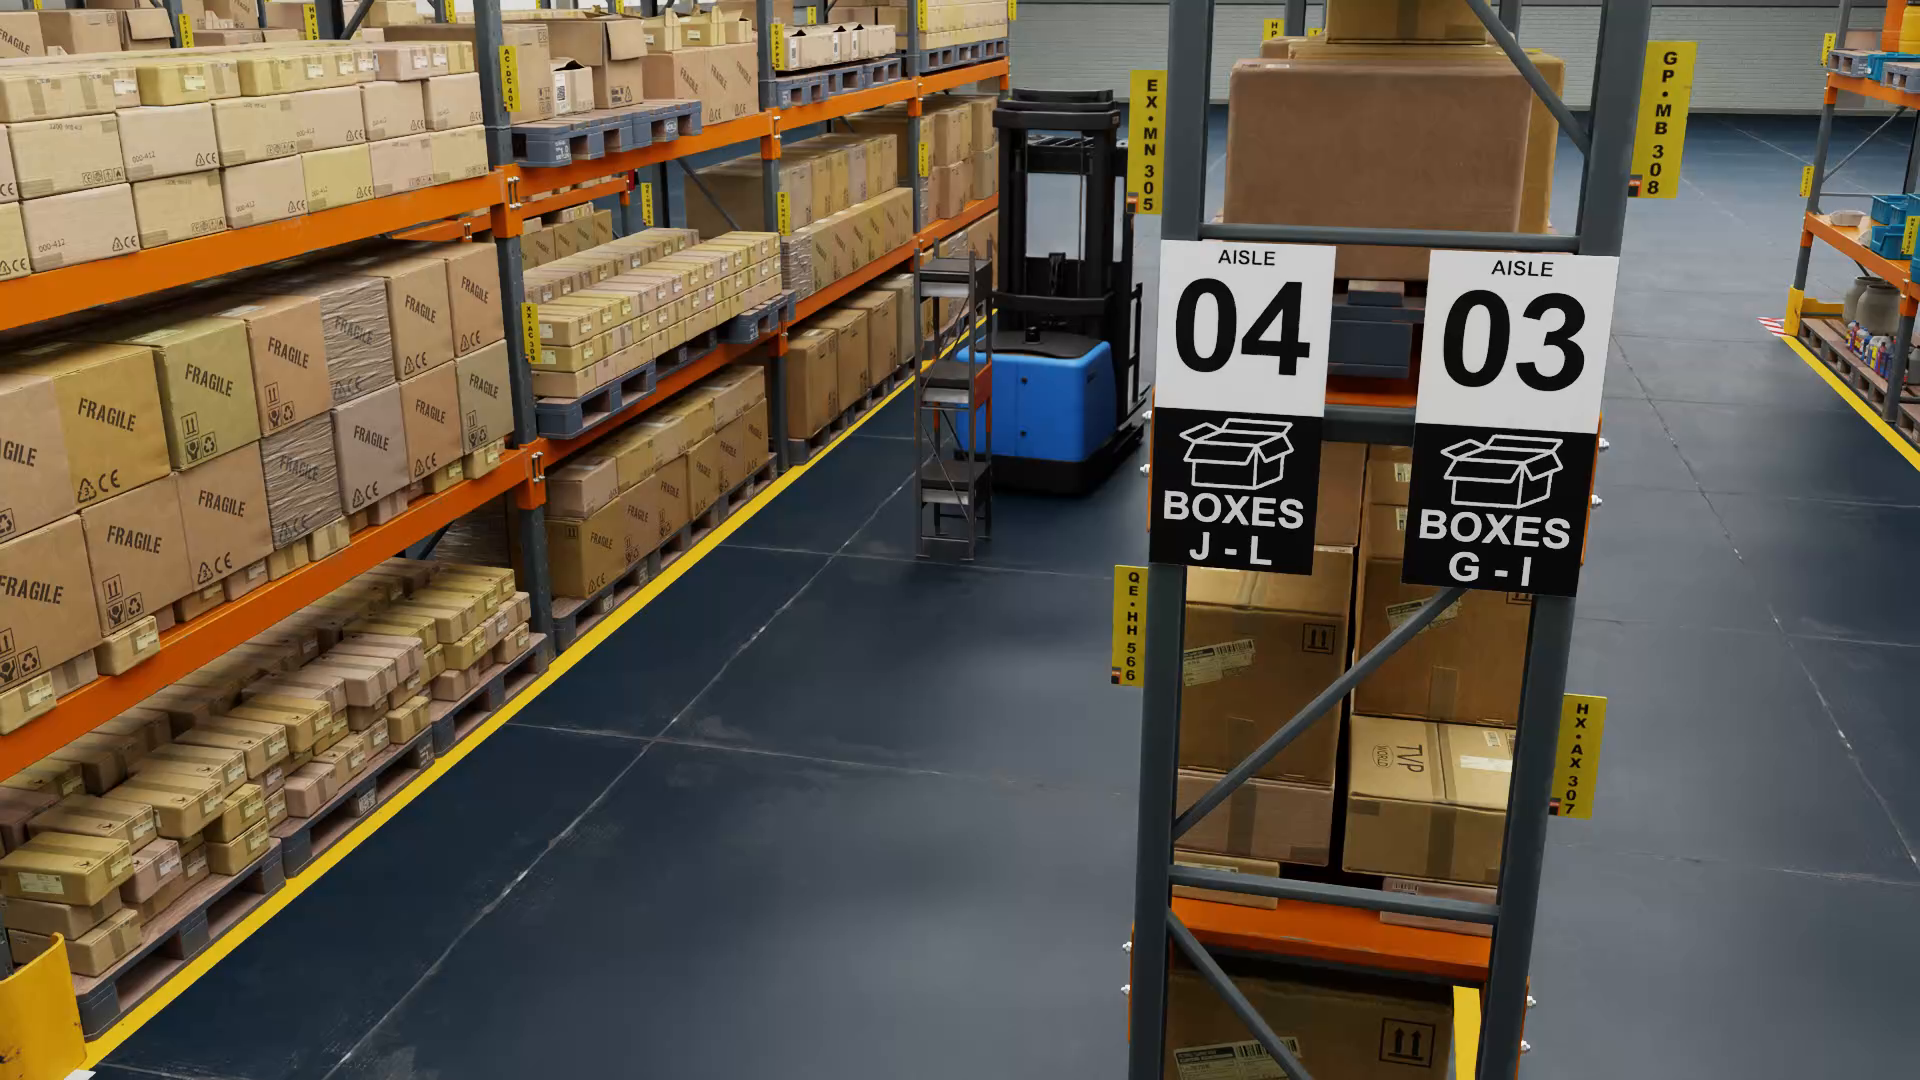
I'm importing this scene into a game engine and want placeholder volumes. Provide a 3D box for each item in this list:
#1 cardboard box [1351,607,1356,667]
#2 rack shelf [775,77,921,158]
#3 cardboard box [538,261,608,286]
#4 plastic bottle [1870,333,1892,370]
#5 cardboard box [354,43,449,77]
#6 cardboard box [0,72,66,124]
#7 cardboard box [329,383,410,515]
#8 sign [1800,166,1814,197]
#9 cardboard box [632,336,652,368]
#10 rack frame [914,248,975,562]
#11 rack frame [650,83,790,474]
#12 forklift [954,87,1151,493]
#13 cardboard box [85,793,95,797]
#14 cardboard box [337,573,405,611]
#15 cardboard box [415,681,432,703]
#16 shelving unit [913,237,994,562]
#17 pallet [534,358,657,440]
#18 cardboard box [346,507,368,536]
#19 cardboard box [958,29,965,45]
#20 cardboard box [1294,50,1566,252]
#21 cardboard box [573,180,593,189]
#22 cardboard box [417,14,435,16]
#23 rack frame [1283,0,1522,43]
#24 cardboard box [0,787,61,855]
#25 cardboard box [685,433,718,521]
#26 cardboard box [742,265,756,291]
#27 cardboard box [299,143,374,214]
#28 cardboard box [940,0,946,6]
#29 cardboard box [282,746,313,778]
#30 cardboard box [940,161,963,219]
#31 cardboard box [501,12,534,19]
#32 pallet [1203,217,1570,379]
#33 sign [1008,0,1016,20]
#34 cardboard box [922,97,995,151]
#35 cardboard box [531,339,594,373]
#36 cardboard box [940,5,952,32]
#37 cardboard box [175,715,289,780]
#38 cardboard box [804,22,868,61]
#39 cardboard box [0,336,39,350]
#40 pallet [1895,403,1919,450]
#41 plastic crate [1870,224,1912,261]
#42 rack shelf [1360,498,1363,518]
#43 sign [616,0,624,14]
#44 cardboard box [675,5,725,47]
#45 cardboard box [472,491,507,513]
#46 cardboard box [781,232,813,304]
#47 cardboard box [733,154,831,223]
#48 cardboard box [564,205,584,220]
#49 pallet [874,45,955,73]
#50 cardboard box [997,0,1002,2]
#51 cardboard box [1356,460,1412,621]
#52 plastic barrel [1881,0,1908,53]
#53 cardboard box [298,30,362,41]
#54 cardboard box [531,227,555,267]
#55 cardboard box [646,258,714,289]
[{"bbox_3d":[1.589,0.409,5.620,0.500,0.250,0.500,4,19,12],"label":"cardboard box"},{"bbox_3d":[-1.379,-3.708,14.374,1.077,0.370,4.000,5,19,13],"label":"rack shelf"},{"bbox_3d":[-2.553,-1.744,10.971,0.380,0.149,0.250,4,19,13],"label":"cardboard box"},{"bbox_3d":[8.701,-1.782,15.681,0.144,0.351,0.185,5,19,13],"label":"plastic bottle"},{"bbox_3d":[-2.711,-2.318,8.036,0.380,0.149,0.250,5,20,15],"label":"cardboard box"},{"bbox_3d":[-3.305,-1.509,5.667,0.380,0.149,0.250,5,19,13],"label":"cardboard box"},{"bbox_3d":[-2.940,-0.444,7.731,0.500,0.500,0.500,5,19,13],"label":"cardboard box"},{"bbox_3d":[9.142,-3.871,17.951,0.100,0.325,0.005,5,19,13],"label":"sign"},{"bbox_3d":[-2.113,-1.159,10.179,0.380,0.149,0.250,5,19,14],"label":"cardboard box"},{"bbox_3d":[-0.100,-0.865,10.972,0.400,2.100,0.015,5,19,13],"label":"rack frame"},{"bbox_3d":[-1.868,-2.002,12.908,1.000,3.000,0.127,5,19,13],"label":"rack frame"},{"bbox_3d":[0.919,-2.182,13.541,1.130,2.935,3.031,6,20,18],"label":"forklift"},{"bbox_3d":[-3.845,1.164,6.939,0.380,0.149,0.250,4,19,11],"label":"cardboard box"},{"bbox_3d":[-3.255,0.294,9.027,0.380,0.149,0.250,6,20,16],"label":"cardboard box"},{"bbox_3d":[-2.939,0.788,8.501,0.380,0.149,0.250,4,19,12],"label":"cardboard box"},{"bbox_3d":[-0.040,-0.942,11.196,0.431,2.100,0.503,5,19,13],"label":"shelving unit"},{"bbox_3d":[-2.517,-0.885,9.936,1.003,0.211,1.213,5,19,13],"label":"pallet"},{"bbox_3d":[-3.006,-0.111,7.760,0.380,0.149,0.250,4,19,13],"label":"cardboard box"},{"bbox_3d":[-0.162,-5.289,17.475,0.380,0.149,0.250,5,19,13],"label":"cardboard box"},{"bbox_3d":[1.292,-1.118,4.720,0.700,0.500,0.500,4,19,11],"label":"cardboard box"},{"bbox_3d":[-4.693,-4.366,20.217,0.380,0.149,0.250,5,19,14],"label":"cardboard box"},{"bbox_3d":[-5.710,-5.571,17.873,0.380,0.149,0.250,5,20,15],"label":"cardboard box"},{"bbox_3d":[1.940,-3.164,7.028,1.000,3.000,0.127,5,19,13],"label":"rack frame"},{"bbox_3d":[-3.822,1.114,6.625,0.380,0.149,0.250,5,19,14],"label":"cardboard box"},{"bbox_3d":[-2.019,-0.461,11.615,0.500,0.500,0.500,4,19,11],"label":"cardboard box"},{"bbox_3d":[-1.672,-1.865,11.786,0.380,0.149,0.250,5,20,15],"label":"cardboard box"},{"bbox_3d":[-2.960,-1.607,7.342,0.500,0.250,0.500,4,19,13],"label":"cardboard box"},{"bbox_3d":[-0.349,-5.426,16.643,0.380,0.149,0.250,4,19,13],"label":"cardboard box"},{"bbox_3d":[-3.183,0.955,7.550,0.380,0.149,0.250,6,20,16],"label":"cardboard box"},{"bbox_3d":[-0.453,-3.777,17.874,0.875,0.550,0.550,5,19,13],"label":"cardboard box"},{"bbox_3d":[-5.022,-5.860,18.716,0.380,0.149,0.250,5,20,14],"label":"cardboard box"},{"bbox_3d":[1.134,-0.682,4.540,1.003,0.211,1.213,5,19,13],"label":"pallet"},{"bbox_3d":[0.610,-6.263,19.495,0.100,0.325,0.005,5,19,13],"label":"sign"},{"bbox_3d":[-0.086,-4.798,19.192,0.875,0.550,0.550,5,19,13],"label":"cardboard box"},{"bbox_3d":[-2.303,-1.056,9.417,0.380,0.149,0.250,5,19,14],"label":"cardboard box"},{"bbox_3d":[-0.378,-5.280,16.833,0.500,0.250,0.500,4,19,13],"label":"cardboard box"},{"bbox_3d":[-3.171,0.902,7.247,0.380,0.149,0.250,5,20,16],"label":"cardboard box"},{"bbox_3d":[-1.105,-4.312,14.364,0.500,0.311,0.500,4,19,11],"label":"cardboard box"},{"bbox_3d":[-3.828,-0.478,6.283,0.500,0.500,0.500,4,19,12],"label":"cardboard box"},{"bbox_3d":[8.543,-0.872,13.915,1.003,0.211,1.213,5,19,13],"label":"pallet"},{"bbox_3d":[8.705,-2.739,15.296,0.499,0.251,0.616,5,19,13],"label":"plastic crate"},{"bbox_3d":[2.429,-0.611,9.949,1.077,0.370,4.000,5,19,13],"label":"rack shelf"},{"bbox_3d":[-4.204,-6.657,20.526,0.100,0.325,0.005,5,19,13],"label":"sign"},{"bbox_3d":[-1.825,-3.522,11.378,0.396,0.266,0.258,5,19,13],"label":"cardboard box"},{"bbox_3d":[-2.908,-0.372,10.194,0.500,0.250,0.500,4,19,12],"label":"cardboard box"},{"bbox_3d":[-1.496,-2.169,13.241,0.500,0.500,0.500,5,19,14],"label":"cardboard box"},{"bbox_3d":[-1.503,-2.982,14.075,0.700,0.500,0.500,4,19,13],"label":"cardboard box"},{"bbox_3d":[-4.770,-3.957,20.073,0.380,0.149,0.250,5,19,14],"label":"cardboard box"},{"bbox_3d":[-0.680,-4.889,16.856,1.003,0.211,1.213,5,19,13],"label":"pallet"},{"bbox_3d":[0.271,-6.223,18.975,0.380,0.149,0.250,5,19,14],"label":"cardboard box"},{"bbox_3d":[1.585,0.056,5.496,0.500,0.500,0.500,4,19,12],"label":"cardboard box"},{"bbox_3d":[9.679,-5.354,16.767,0.600,0.830,0.708,5,19,13],"label":"plastic barrel"},{"bbox_3d":[-5.971,-4.650,15.601,0.500,0.250,0.500,5,19,14],"label":"cardboard box"},{"bbox_3d":[-5.061,-3.362,19.334,0.500,0.500,0.500,6,20,16],"label":"cardboard box"},{"bbox_3d":[-1.861,-1.768,11.042,0.380,0.149,0.250,6,20,16],"label":"cardboard box"}]
